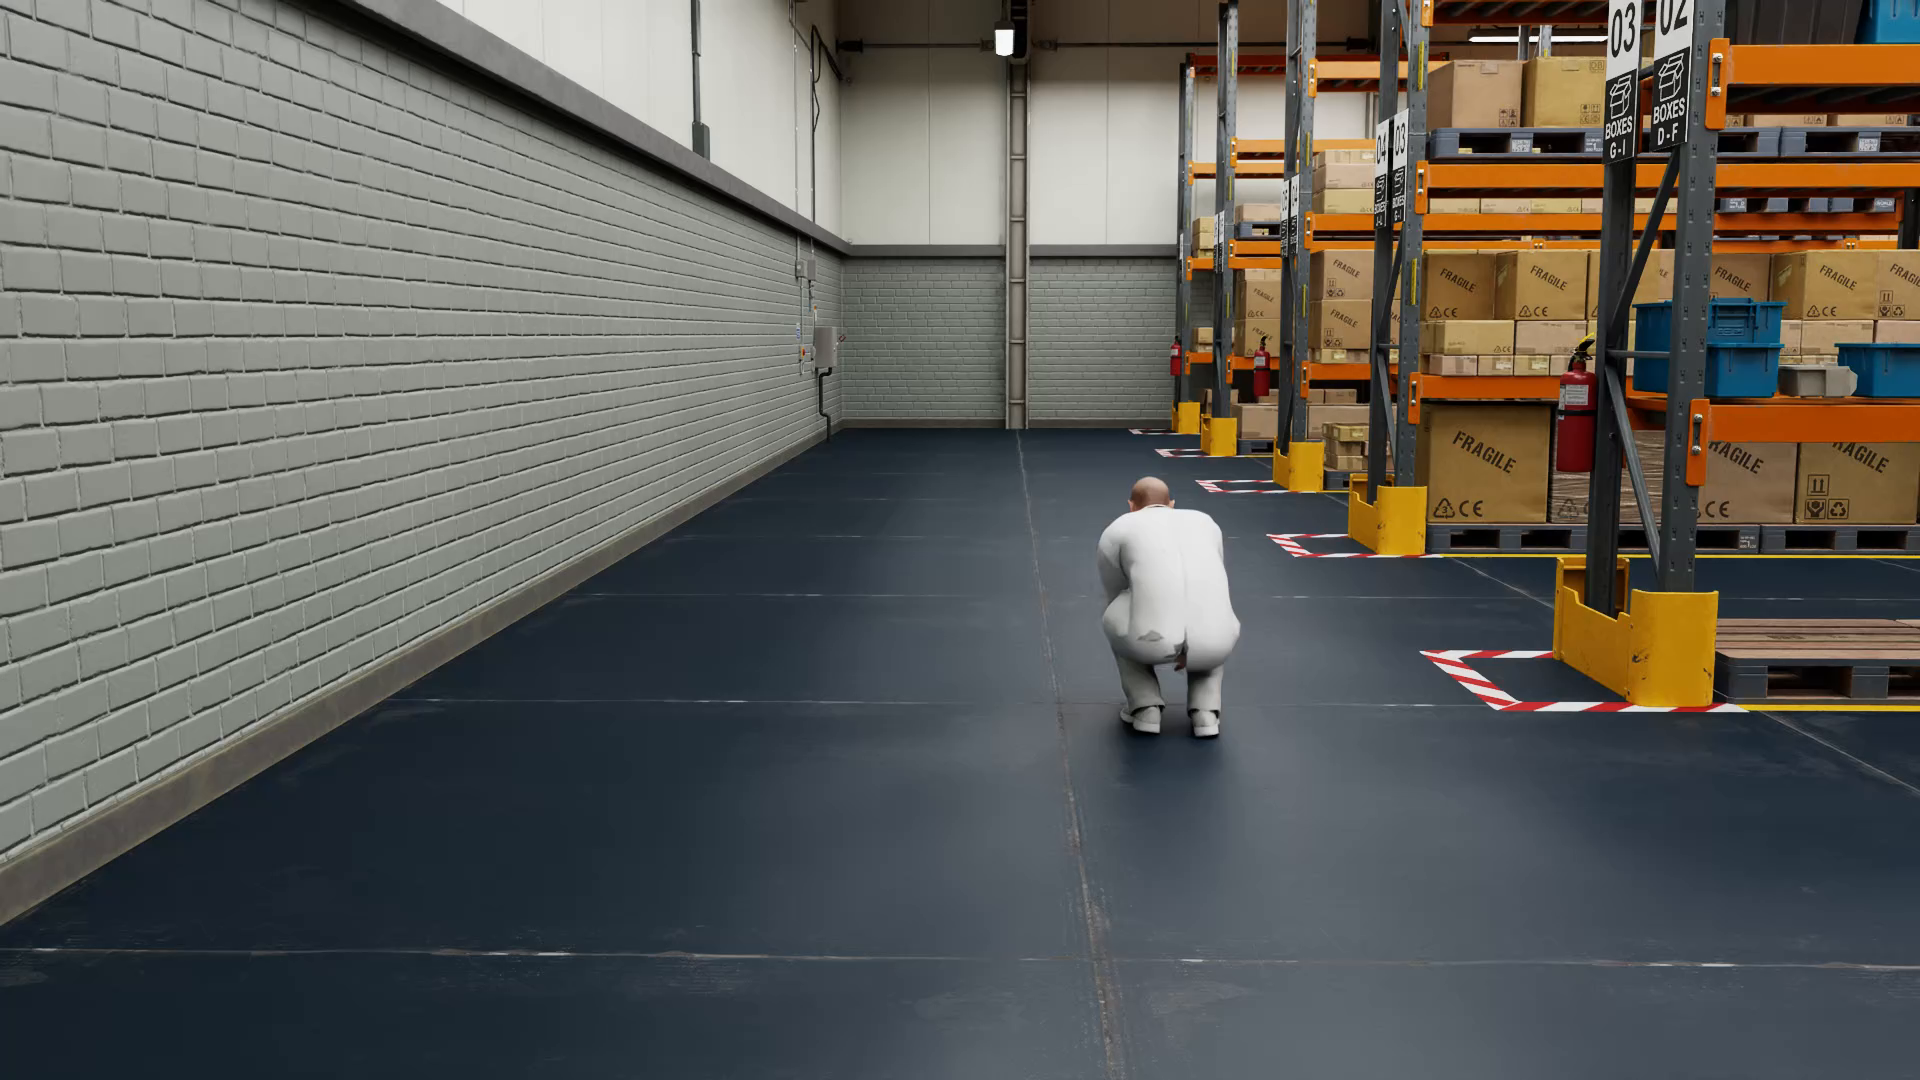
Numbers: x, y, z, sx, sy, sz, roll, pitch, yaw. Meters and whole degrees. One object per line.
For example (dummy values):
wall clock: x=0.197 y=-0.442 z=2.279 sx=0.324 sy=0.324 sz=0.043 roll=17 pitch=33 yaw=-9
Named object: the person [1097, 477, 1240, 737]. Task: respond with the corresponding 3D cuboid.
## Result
person: x=0.863 y=0.259 z=6.904 sx=0.585 sy=1.005 sz=0.918 roll=0 pitch=7 yaw=0
